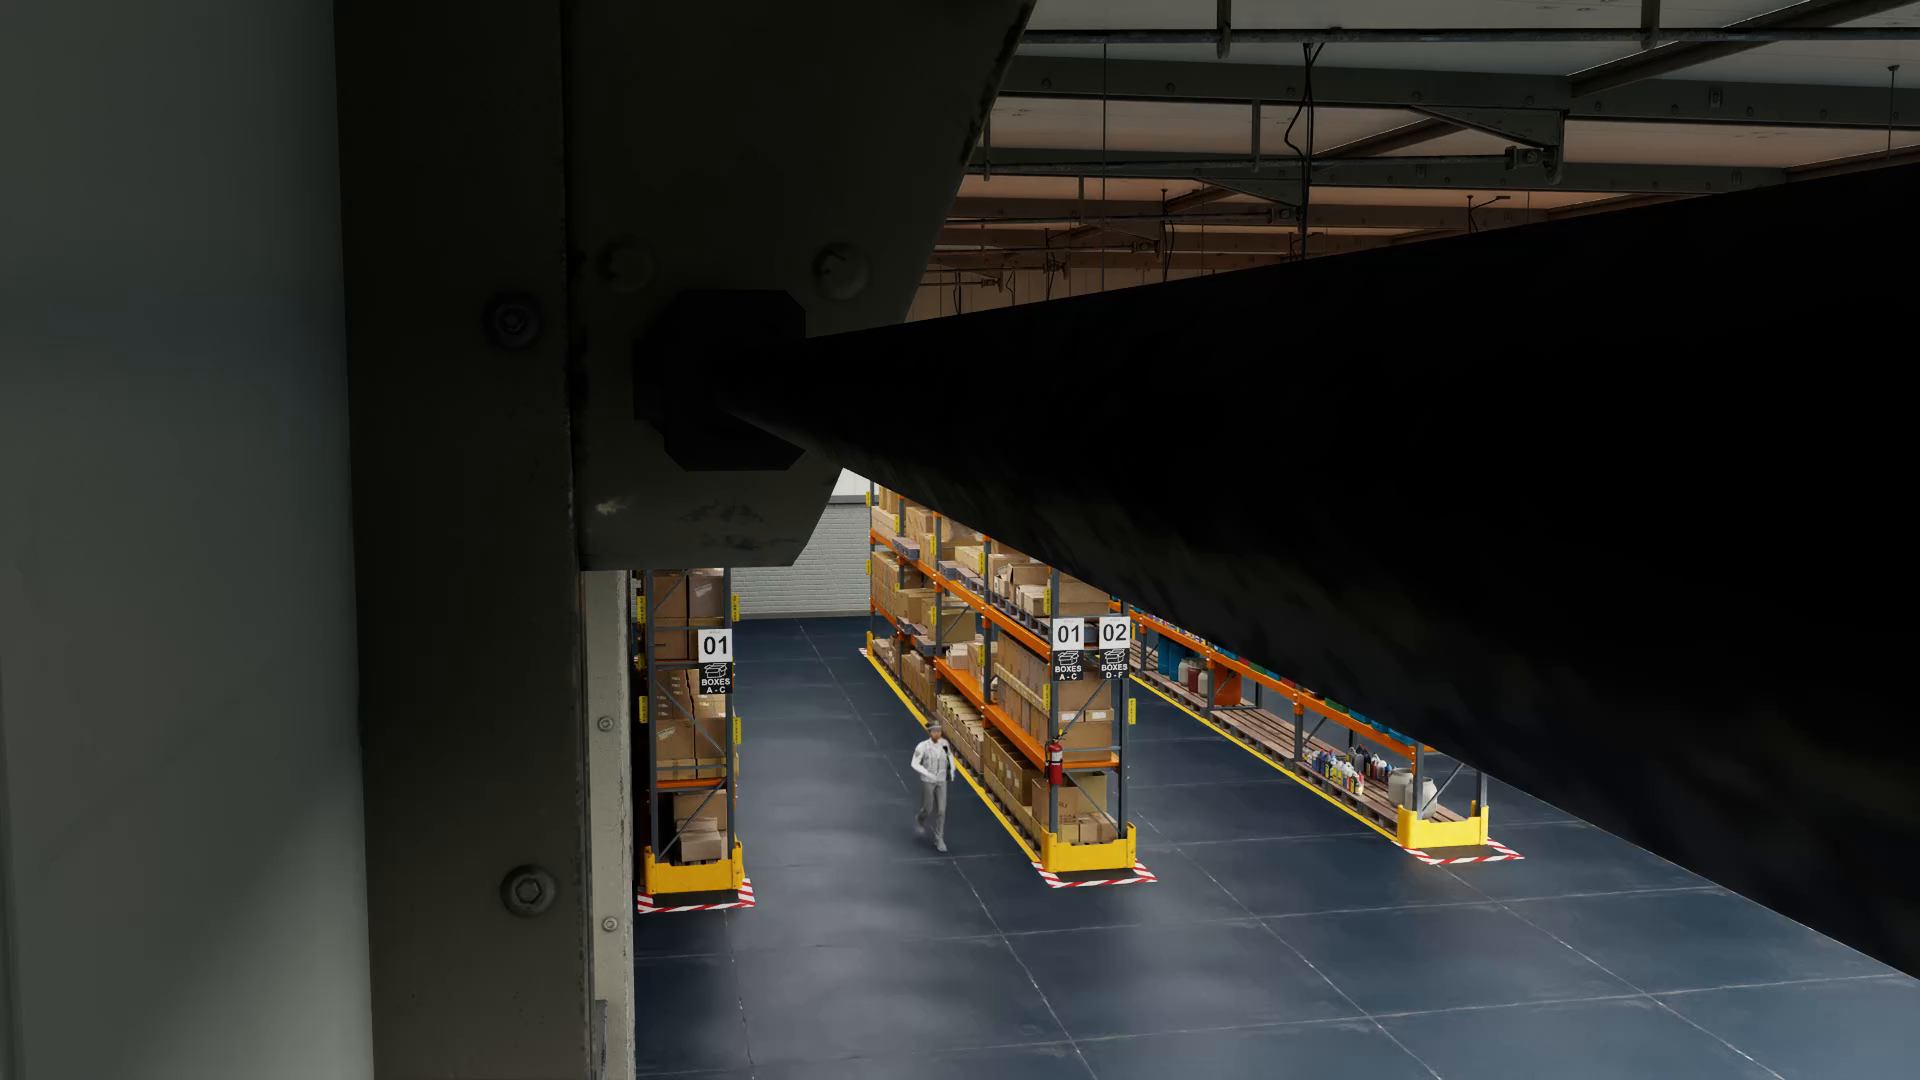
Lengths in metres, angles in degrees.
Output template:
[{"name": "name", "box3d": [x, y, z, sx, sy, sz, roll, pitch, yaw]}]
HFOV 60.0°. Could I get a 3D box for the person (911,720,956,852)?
[{"name": "person", "box3d": [-0.349, 3.202, 22.024, 0.640, 1.705, 0.784, -2, 6, -21]}]
